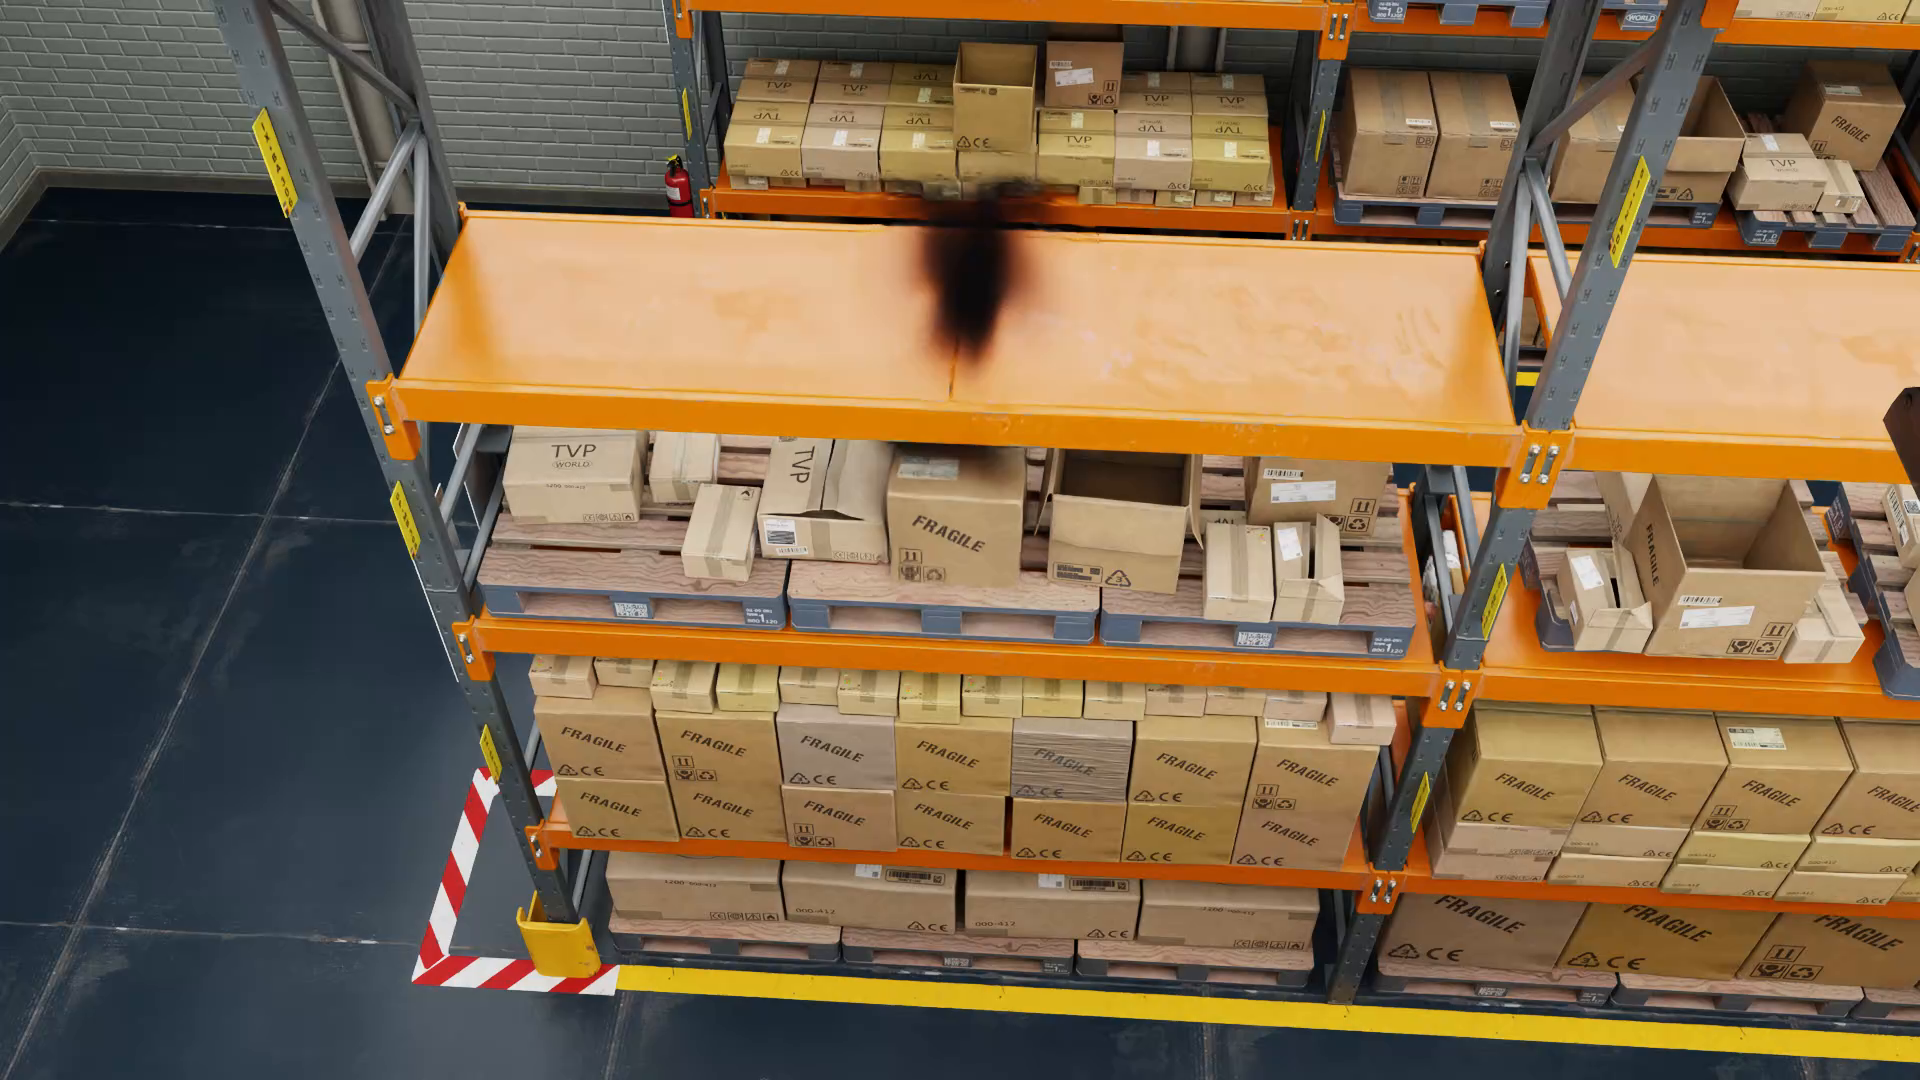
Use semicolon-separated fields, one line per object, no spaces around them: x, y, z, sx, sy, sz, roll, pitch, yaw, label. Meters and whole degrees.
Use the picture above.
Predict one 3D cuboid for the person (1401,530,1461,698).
2.556;0.352;9.288;0.728;1.700;0.655;-7;48;-6;person
